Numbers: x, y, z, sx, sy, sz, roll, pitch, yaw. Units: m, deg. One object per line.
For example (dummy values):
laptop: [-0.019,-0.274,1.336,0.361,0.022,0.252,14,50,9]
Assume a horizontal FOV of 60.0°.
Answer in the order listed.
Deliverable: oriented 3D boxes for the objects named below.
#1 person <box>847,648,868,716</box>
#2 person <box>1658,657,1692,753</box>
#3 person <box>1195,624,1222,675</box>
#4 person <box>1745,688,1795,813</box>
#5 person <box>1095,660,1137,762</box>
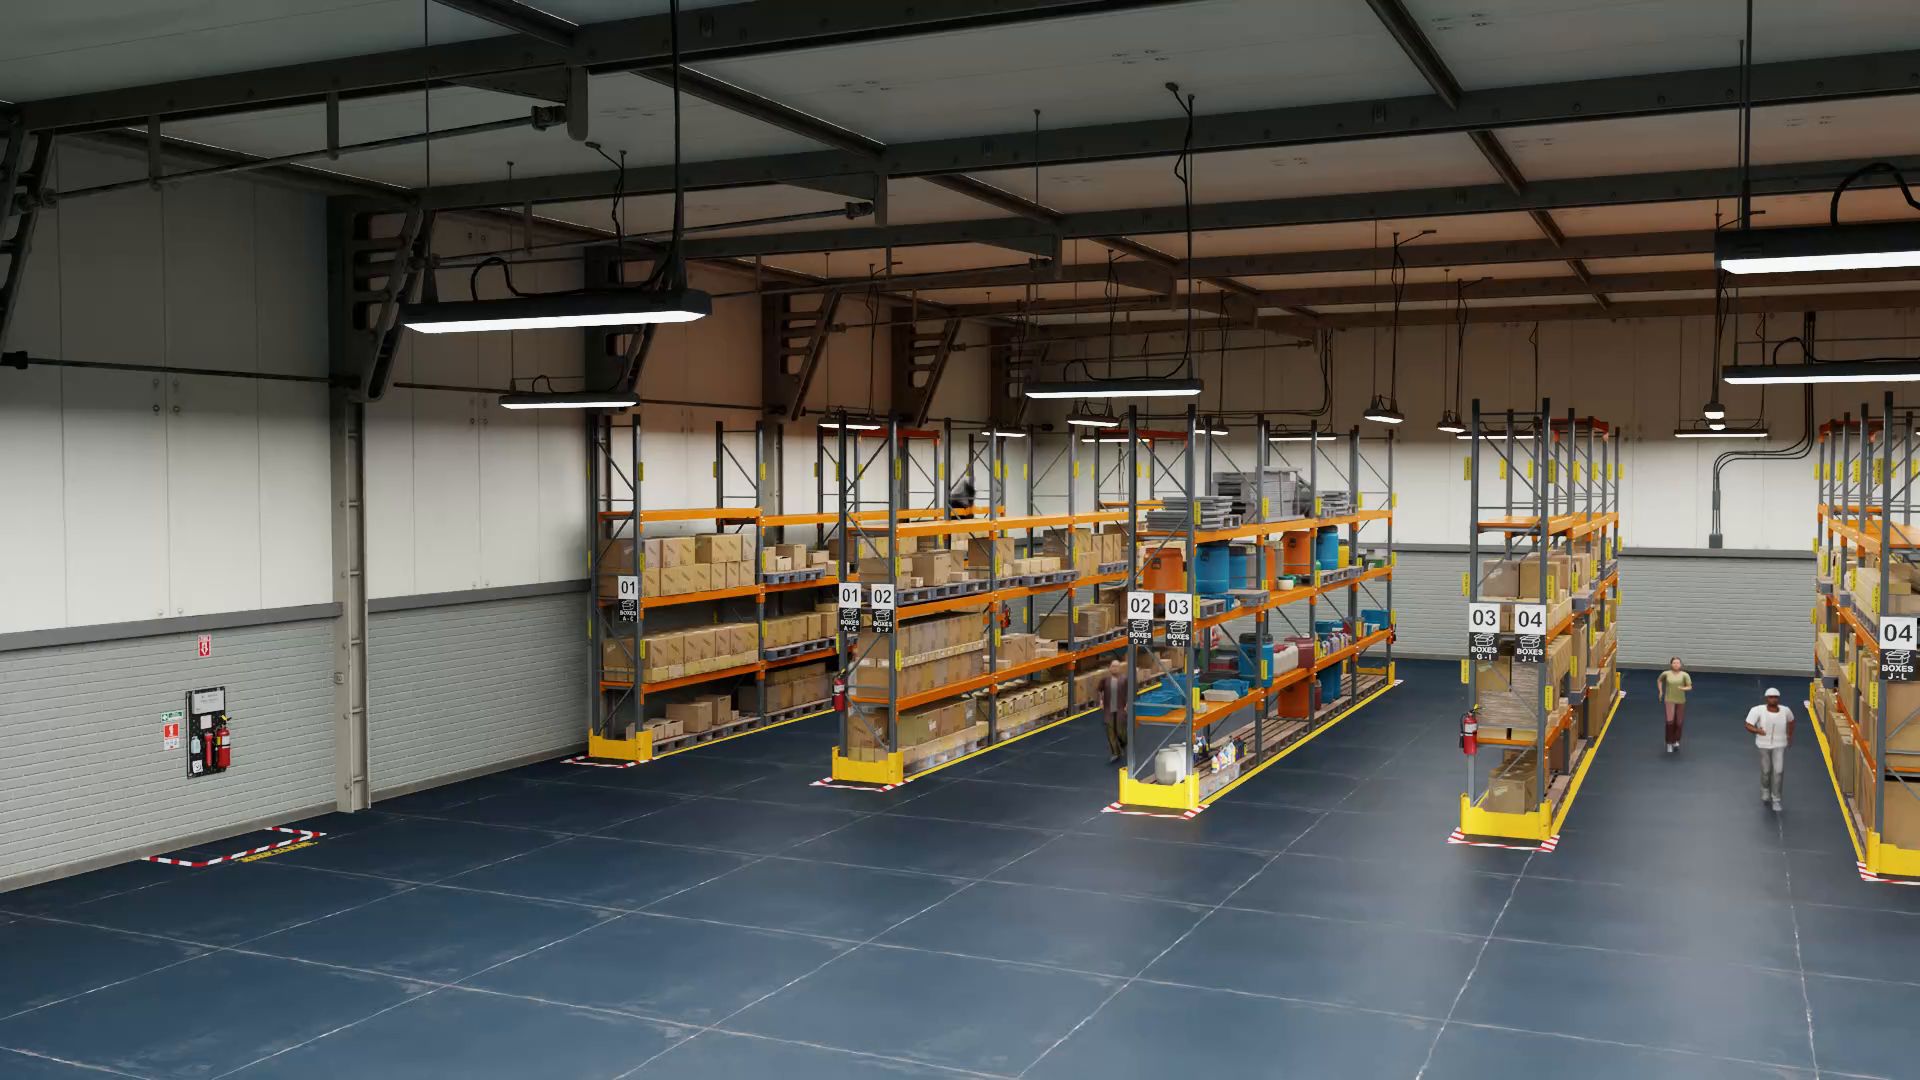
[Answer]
person: [-1.857,2.845,30.001,0.666,1.800,0.901,1,2,19]
person: [12.795,2.943,29.763,0.543,1.720,0.723,1,2,17]
person: [5.711,2.537,38.257,0.647,1.824,0.744,1,3,22]
person: [12.072,3.095,24.792,0.680,1.800,0.856,1,3,23]
person: [2.679,2.949,28.775,0.718,1.743,0.637,1,2,19]
